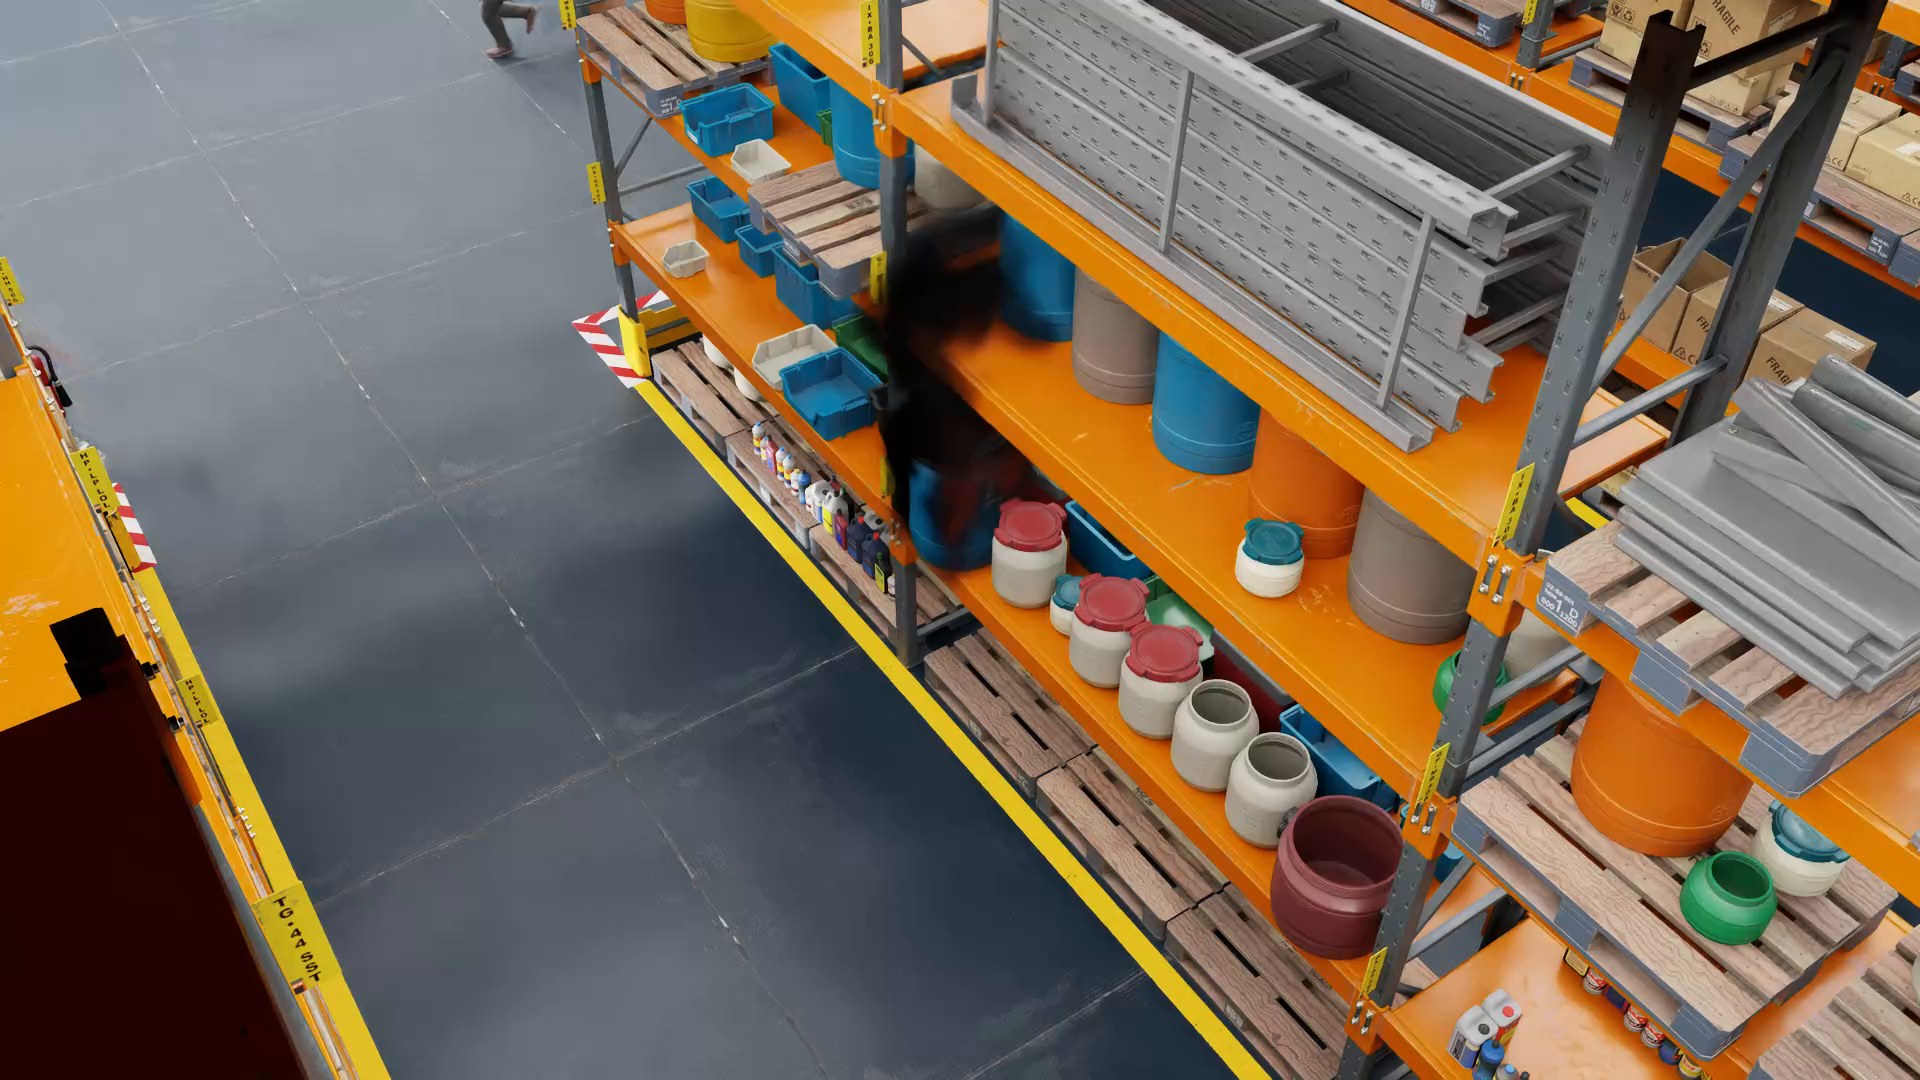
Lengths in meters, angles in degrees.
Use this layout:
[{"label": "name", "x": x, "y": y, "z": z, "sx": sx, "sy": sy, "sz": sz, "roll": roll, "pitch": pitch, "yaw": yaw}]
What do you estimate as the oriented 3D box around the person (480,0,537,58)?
[{"label": "person", "x": -4.615, "y": -5.665, "z": 16.739, "sx": 0.611, "sy": 1.618, "sz": 0.575, "roll": -14, "pitch": 45, "yaw": -15}]
